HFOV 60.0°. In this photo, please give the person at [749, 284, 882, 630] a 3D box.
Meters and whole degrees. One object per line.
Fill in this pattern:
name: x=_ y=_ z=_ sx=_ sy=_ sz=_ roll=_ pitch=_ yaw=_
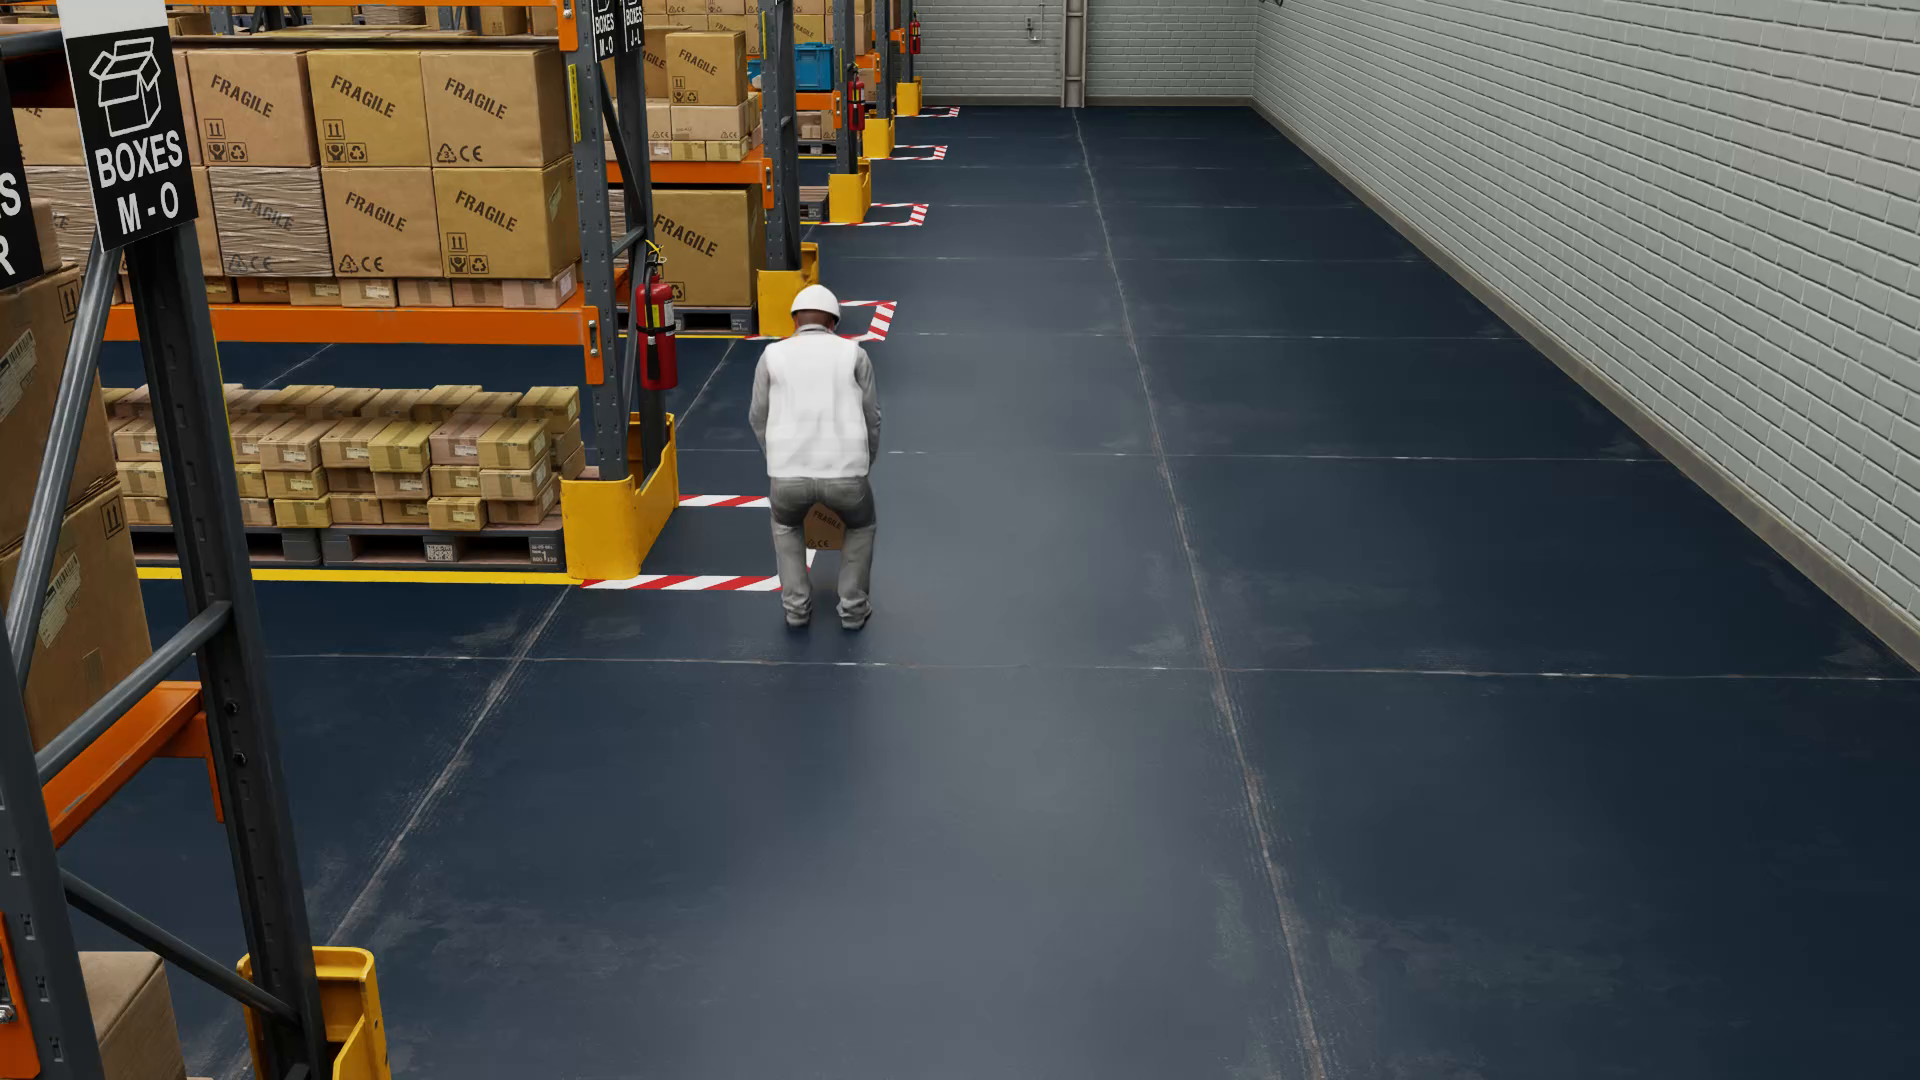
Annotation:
person: x=-0.647 y=-0.354 z=7.409 sx=0.591 sy=1.479 sz=0.723 roll=1 pitch=21 yaw=2
